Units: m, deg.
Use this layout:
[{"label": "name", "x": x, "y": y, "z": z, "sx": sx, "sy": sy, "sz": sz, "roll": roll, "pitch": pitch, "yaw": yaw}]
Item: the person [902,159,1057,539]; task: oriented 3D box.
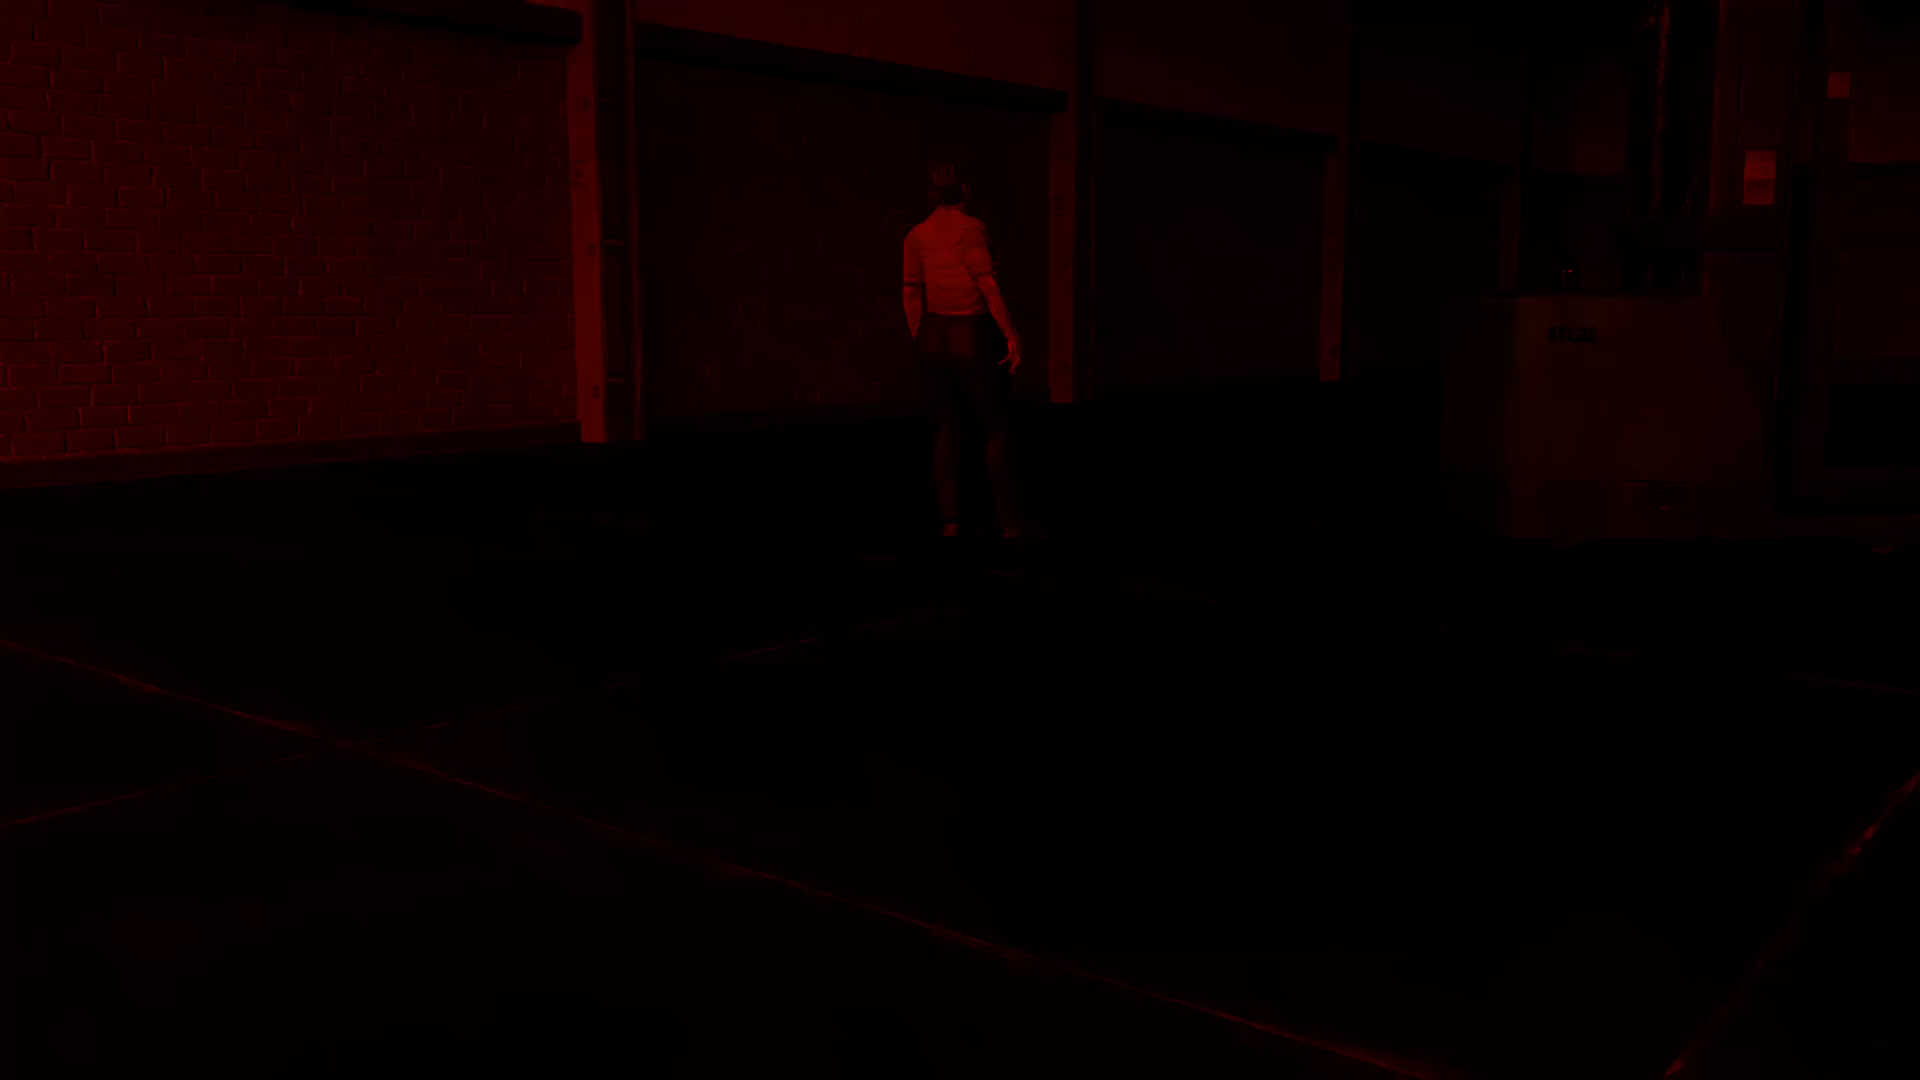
[{"label": "person", "x": 0.074, "y": -0.830, "z": 7.340, "sx": 0.599, "sy": 1.650, "sz": 0.502, "roll": 7, "pitch": 11, "yaw": 38}]

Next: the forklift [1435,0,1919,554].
[{"label": "forklift", "x": 3.784, "y": -1.469, "z": 7.323, "sx": 3.031, "sy": 2.935, "sz": 1.130, "roll": 0, "pitch": 8, "yaw": -2}]
